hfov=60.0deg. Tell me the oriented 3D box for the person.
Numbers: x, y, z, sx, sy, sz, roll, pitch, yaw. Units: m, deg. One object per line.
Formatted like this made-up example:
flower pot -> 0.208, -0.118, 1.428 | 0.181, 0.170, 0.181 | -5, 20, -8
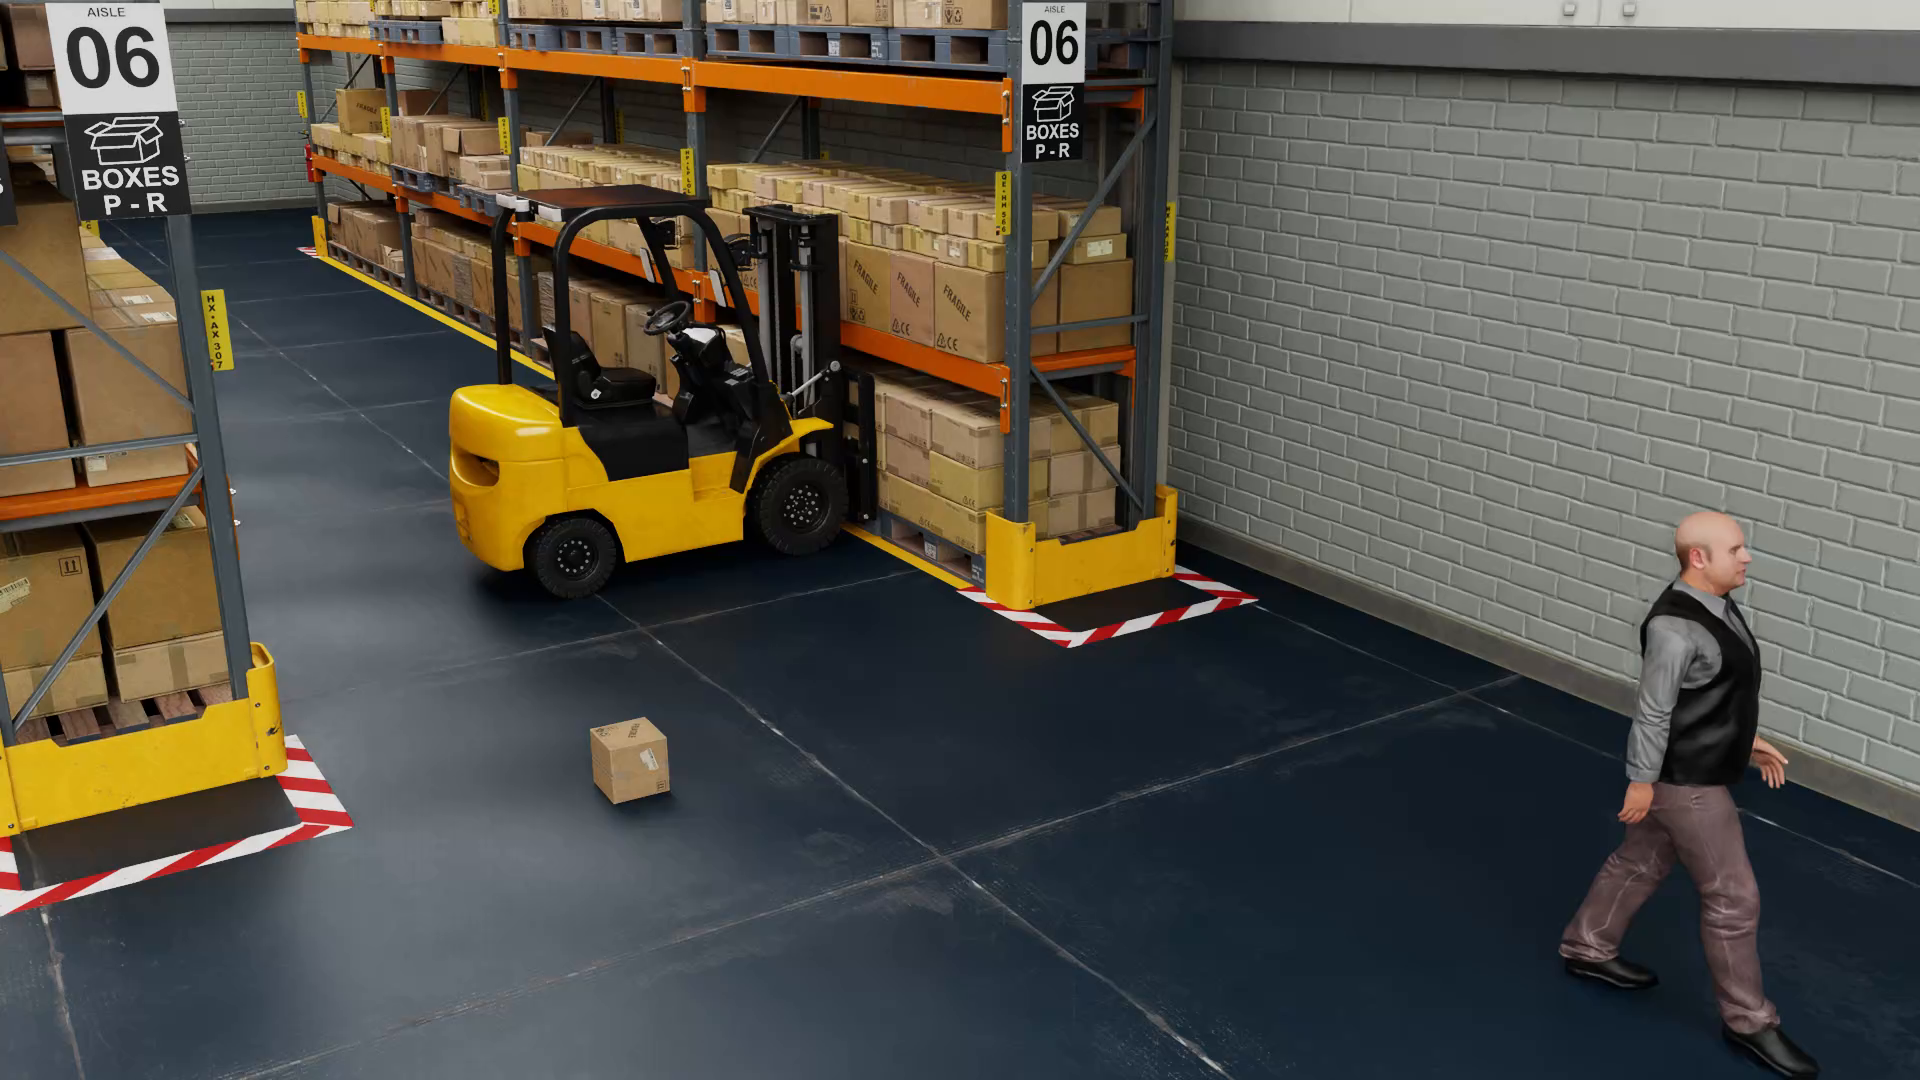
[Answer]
person -> 2.405, 0.755, 5.261 | 0.828, 1.725, 0.549 | 10, 20, 28
